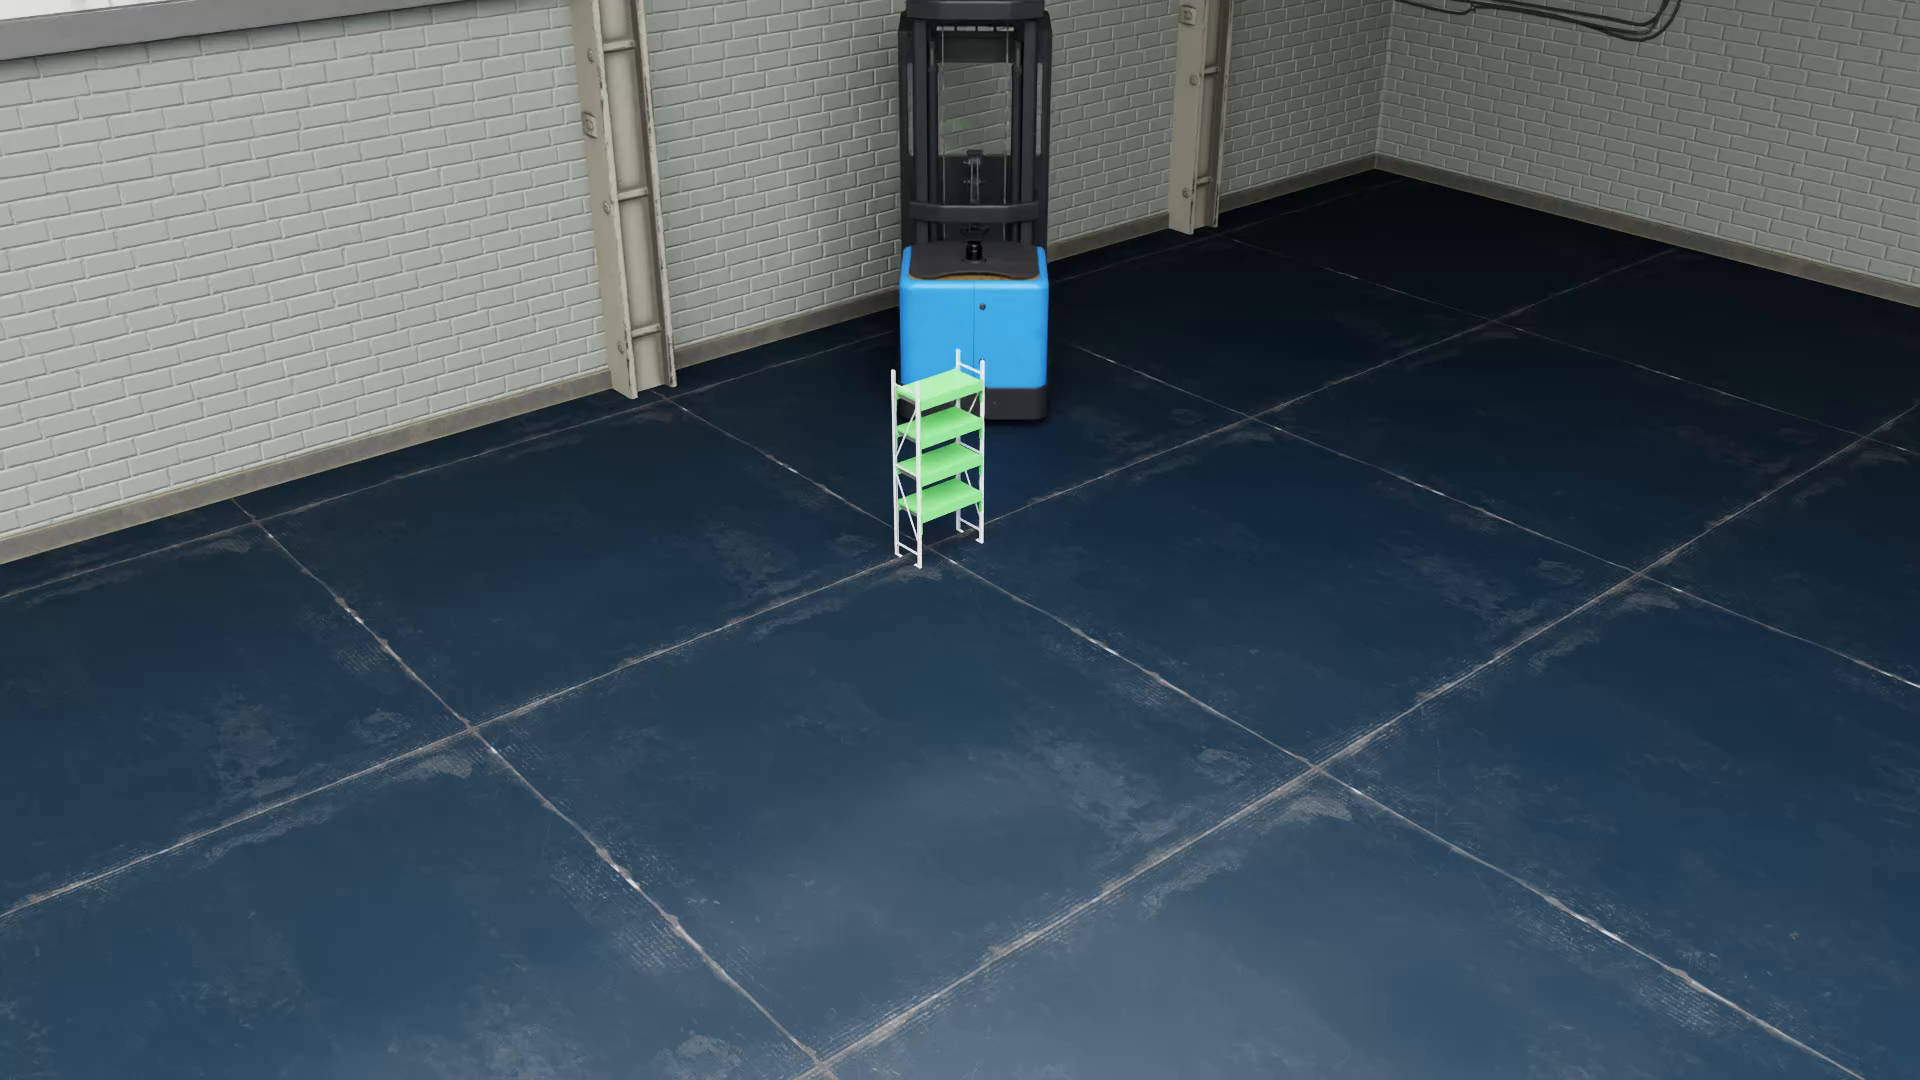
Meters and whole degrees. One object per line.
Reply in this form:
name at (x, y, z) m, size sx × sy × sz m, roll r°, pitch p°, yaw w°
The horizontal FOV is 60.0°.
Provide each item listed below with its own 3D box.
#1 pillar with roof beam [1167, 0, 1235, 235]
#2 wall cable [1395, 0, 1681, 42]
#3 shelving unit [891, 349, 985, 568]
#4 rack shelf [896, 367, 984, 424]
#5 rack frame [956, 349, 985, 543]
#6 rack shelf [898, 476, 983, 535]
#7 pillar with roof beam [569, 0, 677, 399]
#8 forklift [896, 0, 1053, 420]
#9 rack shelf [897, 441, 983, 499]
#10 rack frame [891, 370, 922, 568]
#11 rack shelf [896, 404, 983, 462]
pillar with roof beam at (5.003, -5.408, 10.822) m, size 0.400 × 9.000 × 9.100 m, roll -22°, pitch 35°, yaw -35°
wall cable at (5.308, -6.009, 15.242) m, size 0.112 × 2.526 × 3.097 m, roll -22°, pitch 35°, yaw -35°
shelving unit at (-0.126, -0.479, 9.872) m, size 0.503 × 1.200 × 0.258 m, roll -22°, pitch 35°, yaw -35°
rack shelf at (-0.126, -0.846, 9.676) m, size 0.480 × 0.148 × 0.258 m, roll -22°, pitch 35°, yaw -35°
rack frame at (0.060, -0.553, 10.012) m, size 0.015 × 1.200 × 0.240 m, roll -22°, pitch 35°, yaw -35°
rack shelf at (-0.126, -0.211, 10.016) m, size 0.480 × 0.148 × 0.258 m, roll -22°, pitch 35°, yaw -35°
pillar with roof beam at (0.438, -3.573, 7.388) m, size 0.400 × 9.000 × 9.100 m, roll -22°, pitch 35°, yaw -35°
forklift at (0.107, -2.787, 12.355) m, size 1.130 × 2.935 × 3.031 m, roll 0°, pitch 28°, yaw 0°
rack shelf at (-0.126, -0.422, 9.903) m, size 0.480 × 0.148 × 0.258 m, roll -22°, pitch 35°, yaw -35°
rack frame at (-0.312, -0.404, 9.733) m, size 0.015 × 1.200 × 0.240 m, roll -22°, pitch 35°, yaw -35°
rack shelf at (-0.126, -0.634, 9.789) m, size 0.480 × 0.148 × 0.258 m, roll -22°, pitch 35°, yaw -35°
